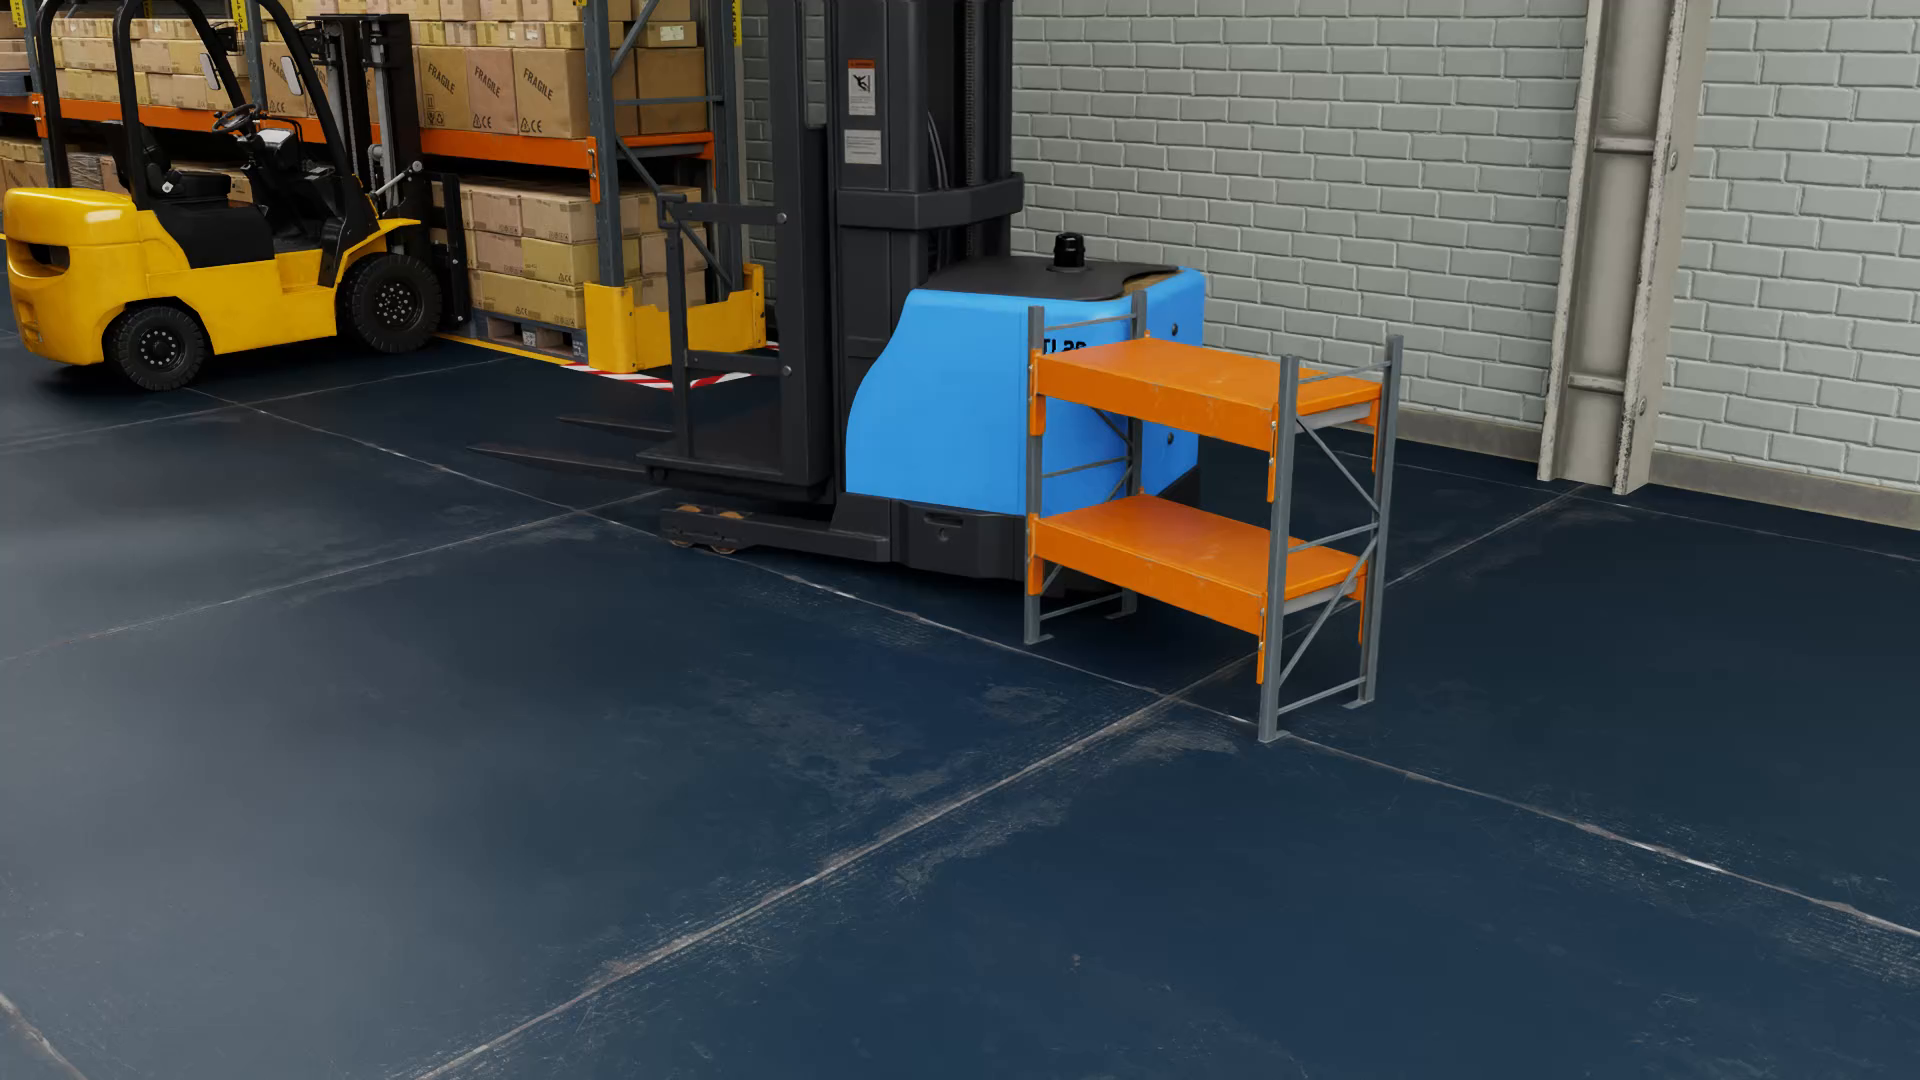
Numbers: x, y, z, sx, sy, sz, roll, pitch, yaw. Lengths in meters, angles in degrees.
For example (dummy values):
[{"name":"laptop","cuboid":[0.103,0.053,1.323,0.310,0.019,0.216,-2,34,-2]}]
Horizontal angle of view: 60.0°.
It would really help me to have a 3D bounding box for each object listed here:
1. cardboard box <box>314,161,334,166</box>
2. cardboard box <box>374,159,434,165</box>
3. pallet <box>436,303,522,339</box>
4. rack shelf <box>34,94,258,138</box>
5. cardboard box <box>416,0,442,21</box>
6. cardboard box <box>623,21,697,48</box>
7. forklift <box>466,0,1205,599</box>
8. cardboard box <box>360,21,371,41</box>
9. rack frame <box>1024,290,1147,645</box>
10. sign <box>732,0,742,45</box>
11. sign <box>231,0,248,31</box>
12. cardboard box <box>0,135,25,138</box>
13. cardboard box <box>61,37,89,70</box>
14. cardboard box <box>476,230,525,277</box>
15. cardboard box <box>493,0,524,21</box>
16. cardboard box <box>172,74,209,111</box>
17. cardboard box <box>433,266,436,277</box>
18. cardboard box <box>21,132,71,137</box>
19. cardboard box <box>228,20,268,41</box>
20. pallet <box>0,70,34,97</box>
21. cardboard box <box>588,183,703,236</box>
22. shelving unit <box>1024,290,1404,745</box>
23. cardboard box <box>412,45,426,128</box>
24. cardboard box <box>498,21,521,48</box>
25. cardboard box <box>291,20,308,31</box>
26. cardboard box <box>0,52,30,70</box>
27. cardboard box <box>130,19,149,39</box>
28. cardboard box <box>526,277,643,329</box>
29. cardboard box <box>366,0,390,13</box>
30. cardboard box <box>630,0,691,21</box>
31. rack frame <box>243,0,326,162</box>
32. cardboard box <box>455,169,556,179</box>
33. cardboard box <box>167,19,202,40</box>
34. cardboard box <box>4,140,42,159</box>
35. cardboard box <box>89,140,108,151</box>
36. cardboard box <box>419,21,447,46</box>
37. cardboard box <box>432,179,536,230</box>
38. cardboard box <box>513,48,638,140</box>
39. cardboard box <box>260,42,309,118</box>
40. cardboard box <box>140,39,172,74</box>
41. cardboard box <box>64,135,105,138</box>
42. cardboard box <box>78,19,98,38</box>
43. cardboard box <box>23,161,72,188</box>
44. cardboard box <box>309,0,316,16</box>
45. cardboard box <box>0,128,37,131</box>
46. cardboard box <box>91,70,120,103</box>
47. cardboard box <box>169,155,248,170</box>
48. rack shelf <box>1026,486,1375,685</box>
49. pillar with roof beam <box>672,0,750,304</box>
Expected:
[{"name":"cardboard box","cuboid":[-4.564,-2.561,11.920,0.500,0.250,0.500,15,23,38]},{"name":"cardboard box","cuboid":[-4.221,-2.674,12.276,0.500,0.250,0.500,16,23,40]},{"name":"pallet","cuboid":[-3.234,-1.619,11.365,1.213,0.211,1.003,15,23,39]},{"name":"rack shelf","cuboid":[-6.213,-3.421,13.622,4.000,0.370,1.077,15,23,39]},{"name":"cardboard box","cuboid":[-3.155,-3.316,10.372,0.250,0.149,0.380,16,23,40]},{"name":"cardboard box","cuboid":[-1.807,-3.043,10.004,0.250,0.149,0.380,14,23,38]},{"name":"forklift","cuboid":[-0.611,-1.475,6.415,3.031,2.935,1.130,8,19,24]},{"name":"cardboard box","cuboid":[-3.715,-3.332,10.915,0.250,0.149,0.380,14,22,38]},{"name":"rack frame","cuboid":[0.415,-0.239,5.505,0.500,1.125,0.032,-14,22,-37]},{"name":"sign","cuboid":[-1.353,-3.134,9.966,0.005,0.325,0.100,15,23,39]},{"name":"sign","cuboid":[-5.070,-3.752,11.692,0.005,0.325,0.100,15,23,39]},{"name":"cardboard box","cuboid":[-9.220,-3.798,15.986,0.250,0.149,0.380,14,22,37]},{"name":"cardboard box","cuboid":[-7.166,-4.087,13.953,0.500,0.250,0.500,16,24,41]},{"name":"cardboard box","cuboid":[-2.665,-1.817,10.404,0.500,0.250,0.500,15,23,39]},{"name":"cardboard box","cuboid":[-2.552,-3.171,9.916,0.250,0.149,0.380,16,23,40]},{"name":"cardboard box","cuboid":[-5.648,-3.433,12.717,0.500,0.250,0.500,15,23,39]},{"name":"cardboard box","cuboid":[-3.424,-1.776,11.099,0.500,0.250,0.500,16,24,41]},{"name":"cardboard box","cuboid":[-9.069,-3.970,16.529,0.250,0.149,0.380,14,22,37]},{"name":"cardboard box","cuboid":[-5.120,-3.738,12.193,0.250,0.149,0.380,16,24,41]},{"name":"pallet","cuboid":[-8.263,-4.194,15.187,1.003,0.211,1.213,15,23,39]},{"name":"cardboard box","cuboid":[-1.960,-2.065,10.358,0.500,0.250,0.500,15,23,38]},{"name":"shelving unit","cuboid":[0.737,-0.120,5.130,0.538,1.125,1.048,-14,22,-37]},{"name":"cardboard box","cuboid":[-3.417,-2.954,10.796,0.500,0.500,0.500,15,23,40]},{"name":"cardboard box","cuboid":[-2.535,-3.033,9.972,0.250,0.149,0.380,16,23,40]},{"name":"cardboard box","cuboid":[-4.459,-3.544,11.583,0.250,0.149,0.380,16,23,41]},{"name":"cardboard box","cuboid":[-8.455,-4.291,14.895,0.250,0.149,0.380,16,23,40]},{"name":"cardboard box","cuboid":[-6.345,-4.023,13.093,0.250,0.149,0.380,14,23,38]},{"name":"cardboard box","cuboid":[-2.287,-1.472,10.142,0.500,0.250,0.500,15,23,40]},{"name":"cardboard box","cuboid":[-3.660,-3.489,10.918,0.250,0.149,0.380,15,23,39]},{"name":"cardboard box","cuboid":[-1.835,-3.174,9.924,0.250,0.149,0.380,14,23,38]},{"name":"rack frame","cuboid":[-4.717,-3.363,12.248,0.127,3.000,1.000,15,23,39]},{"name":"cardboard box","cuboid":[-3.081,-2.372,11.324,0.500,0.250,0.500,14,23,38]},{"name":"cardboard box","cuboid":[-5.758,-3.869,12.607,0.250,0.149,0.380,14,22,38]},{"name":"cardboard box","cuboid":[-8.639,-3.636,15.476,0.250,0.149,0.380,14,22,37]},{"name":"cardboard box","cuboid":[-7.892,-3.659,15.547,0.250,0.149,0.380,17,24,42]},{"name":"cardboard box","cuboid":[-3.147,-3.174,10.418,0.250,0.149,0.380,15,23,40]},{"name":"cardboard box","cuboid":[-3.047,-2.148,10.619,0.500,0.250,0.500,15,23,40]},{"name":"cardboard box","cuboid":[-2.268,-2.646,9.826,0.500,0.500,0.500,14,23,38]},{"name":"cardboard box","cuboid":[-4.559,-3.262,11.766,0.500,0.500,0.500,14,22,38]},{"name":"cardboard box","cuboid":[-6.023,-3.776,12.972,0.500,0.250,0.500,16,23,40]},{"name":"cardboard box","cuboid":[-8.454,-3.826,16.073,0.250,0.149,0.380,14,22,37]},{"name":"cardboard box","cuboid":[-7.053,-4.243,13.785,0.250,0.149,0.380,15,23,40]},{"name":"cardboard box","cuboid":[-8.168,-3.211,15.208,0.500,0.500,0.500,16,24,41]},{"name":"cardboard box","cuboid":[-4.224,-3.649,11.421,0.250,0.149,0.380,14,23,38]},{"name":"cardboard box","cuboid":[-9.637,-4.134,17.045,0.250,0.149,0.380,14,22,37]},{"name":"cardboard box","cuboid":[-6.777,-3.746,13.704,0.500,0.250,0.500,14,22,38]},{"name":"cardboard box","cuboid":[-6.254,-2.841,13.837,0.625,0.625,0.875,14,22,37]},{"name":"rack shelf","cuboid":[0.737,0.113,5.204,0.538,0.278,1.000,-14,22,-37]},{"name":"pillar with roof beam","cuboid":[-4.506,-4.789,6.824,0.400,9.000,9.100,15,23,39]}]
